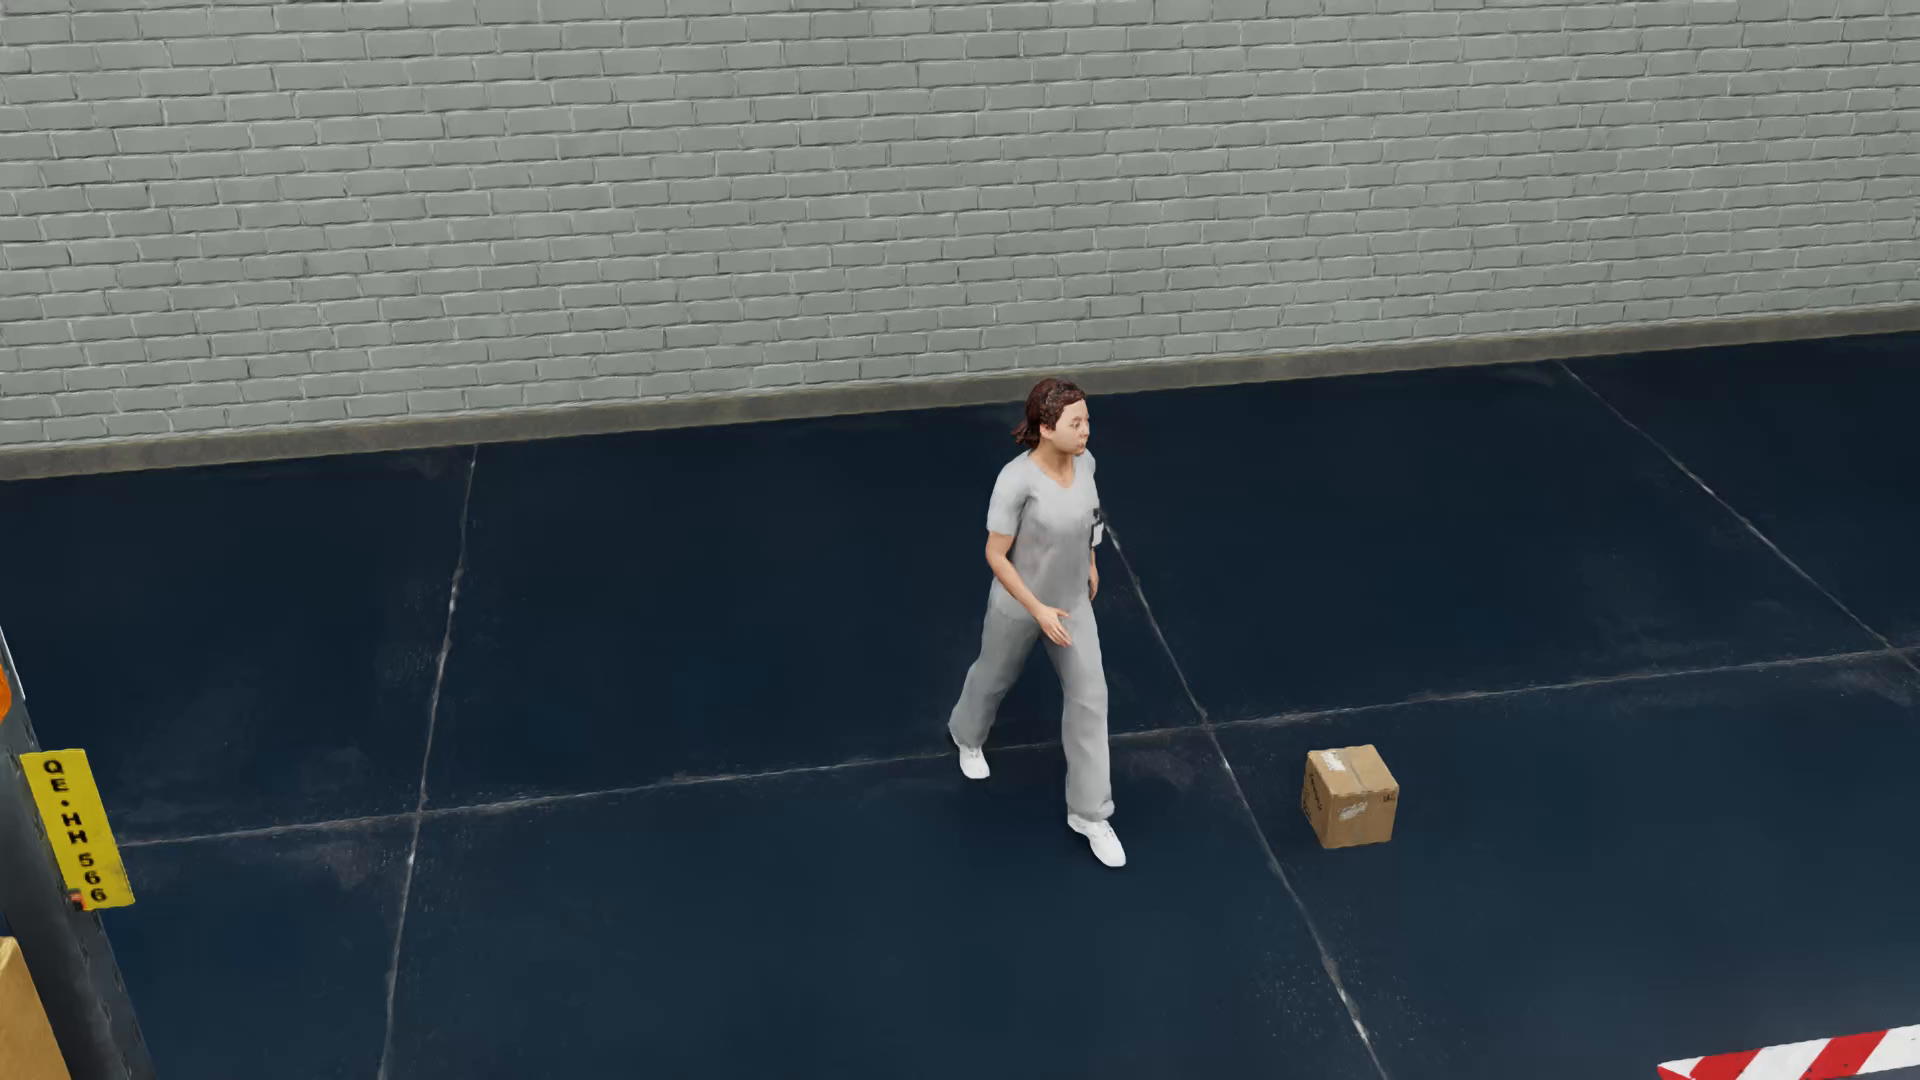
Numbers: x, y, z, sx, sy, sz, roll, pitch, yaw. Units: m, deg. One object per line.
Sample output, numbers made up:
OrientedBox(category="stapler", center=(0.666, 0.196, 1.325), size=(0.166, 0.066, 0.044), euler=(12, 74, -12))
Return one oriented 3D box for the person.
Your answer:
OrientedBox(category="person", center=(0.349, 0.231, 5.741), size=(0.546, 1.630, 0.952), euler=(-19, 35, -28))
